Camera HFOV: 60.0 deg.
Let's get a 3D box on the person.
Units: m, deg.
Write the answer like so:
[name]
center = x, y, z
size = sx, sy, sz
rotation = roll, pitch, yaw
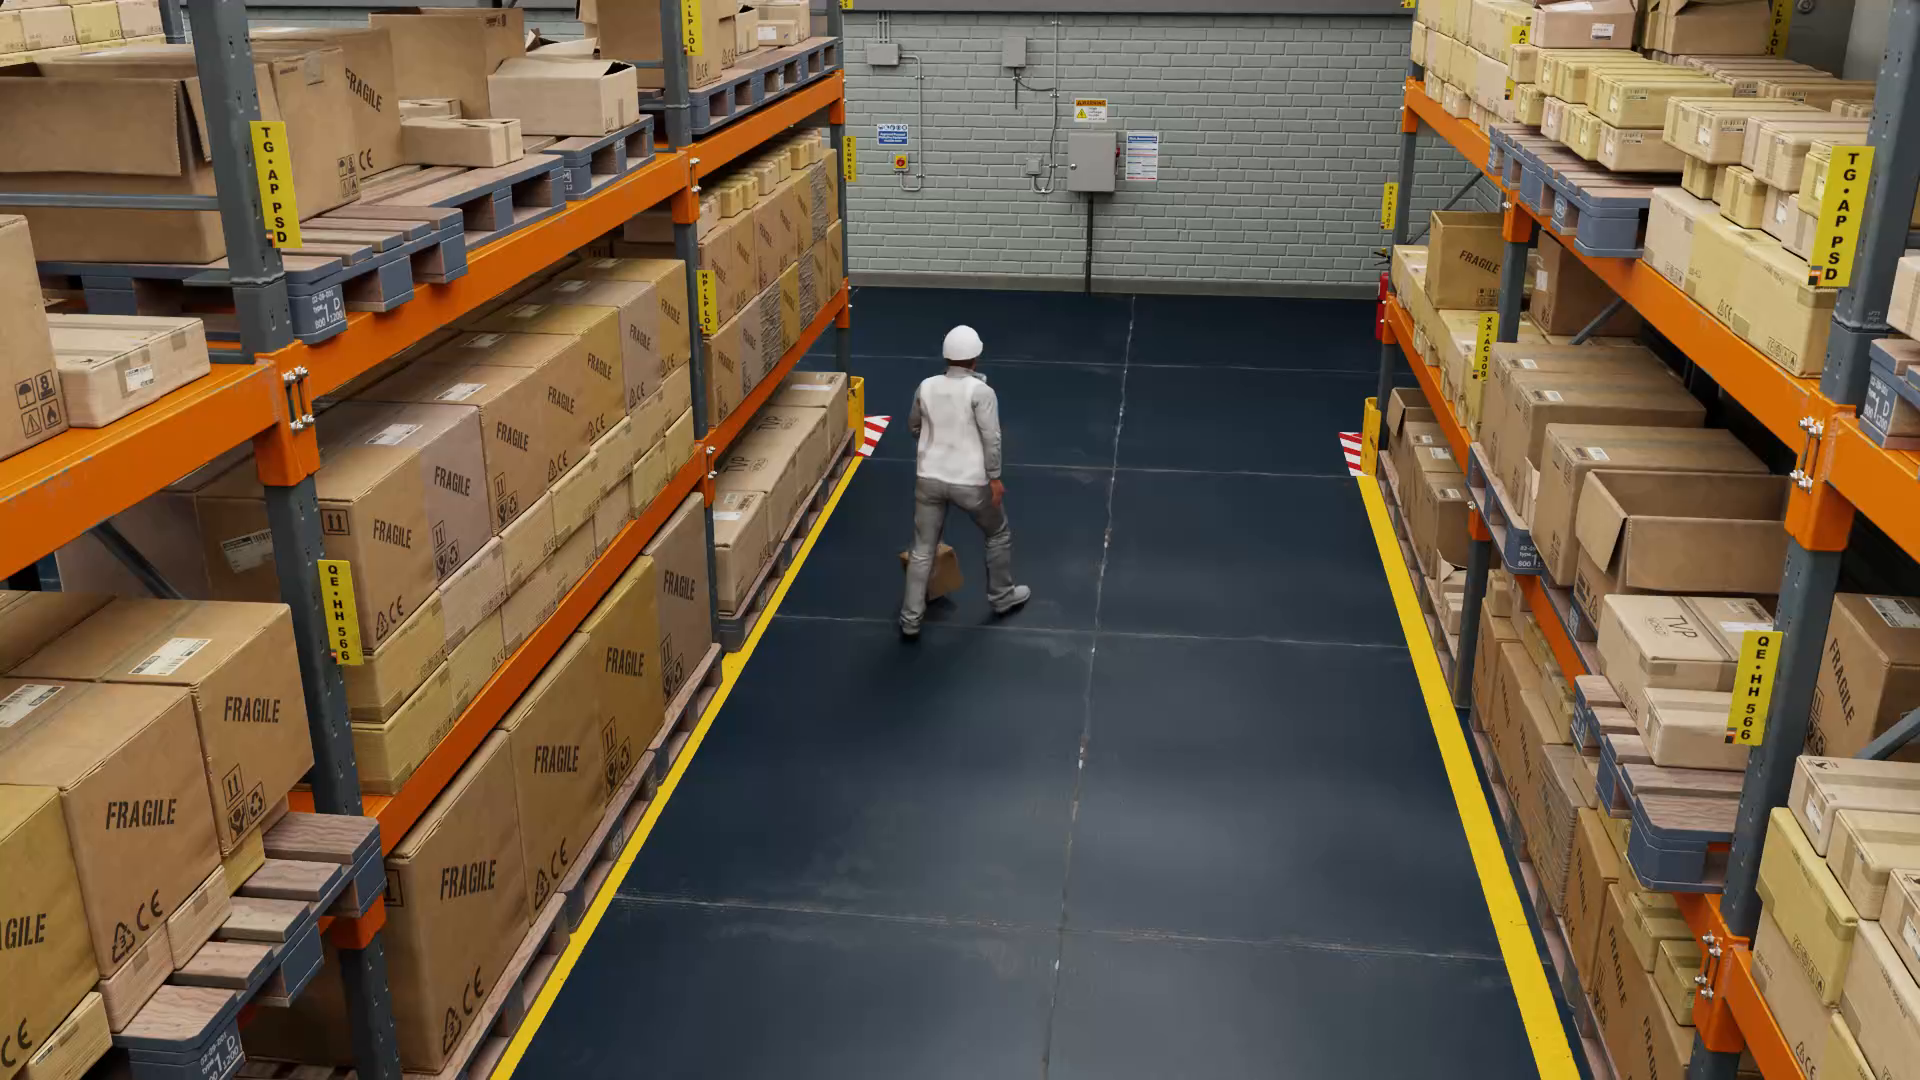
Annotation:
[person]
center = -0.021, -0.348, 9.493
size = 0.685, 1.718, 0.835
rotation = 8, 22, 19
